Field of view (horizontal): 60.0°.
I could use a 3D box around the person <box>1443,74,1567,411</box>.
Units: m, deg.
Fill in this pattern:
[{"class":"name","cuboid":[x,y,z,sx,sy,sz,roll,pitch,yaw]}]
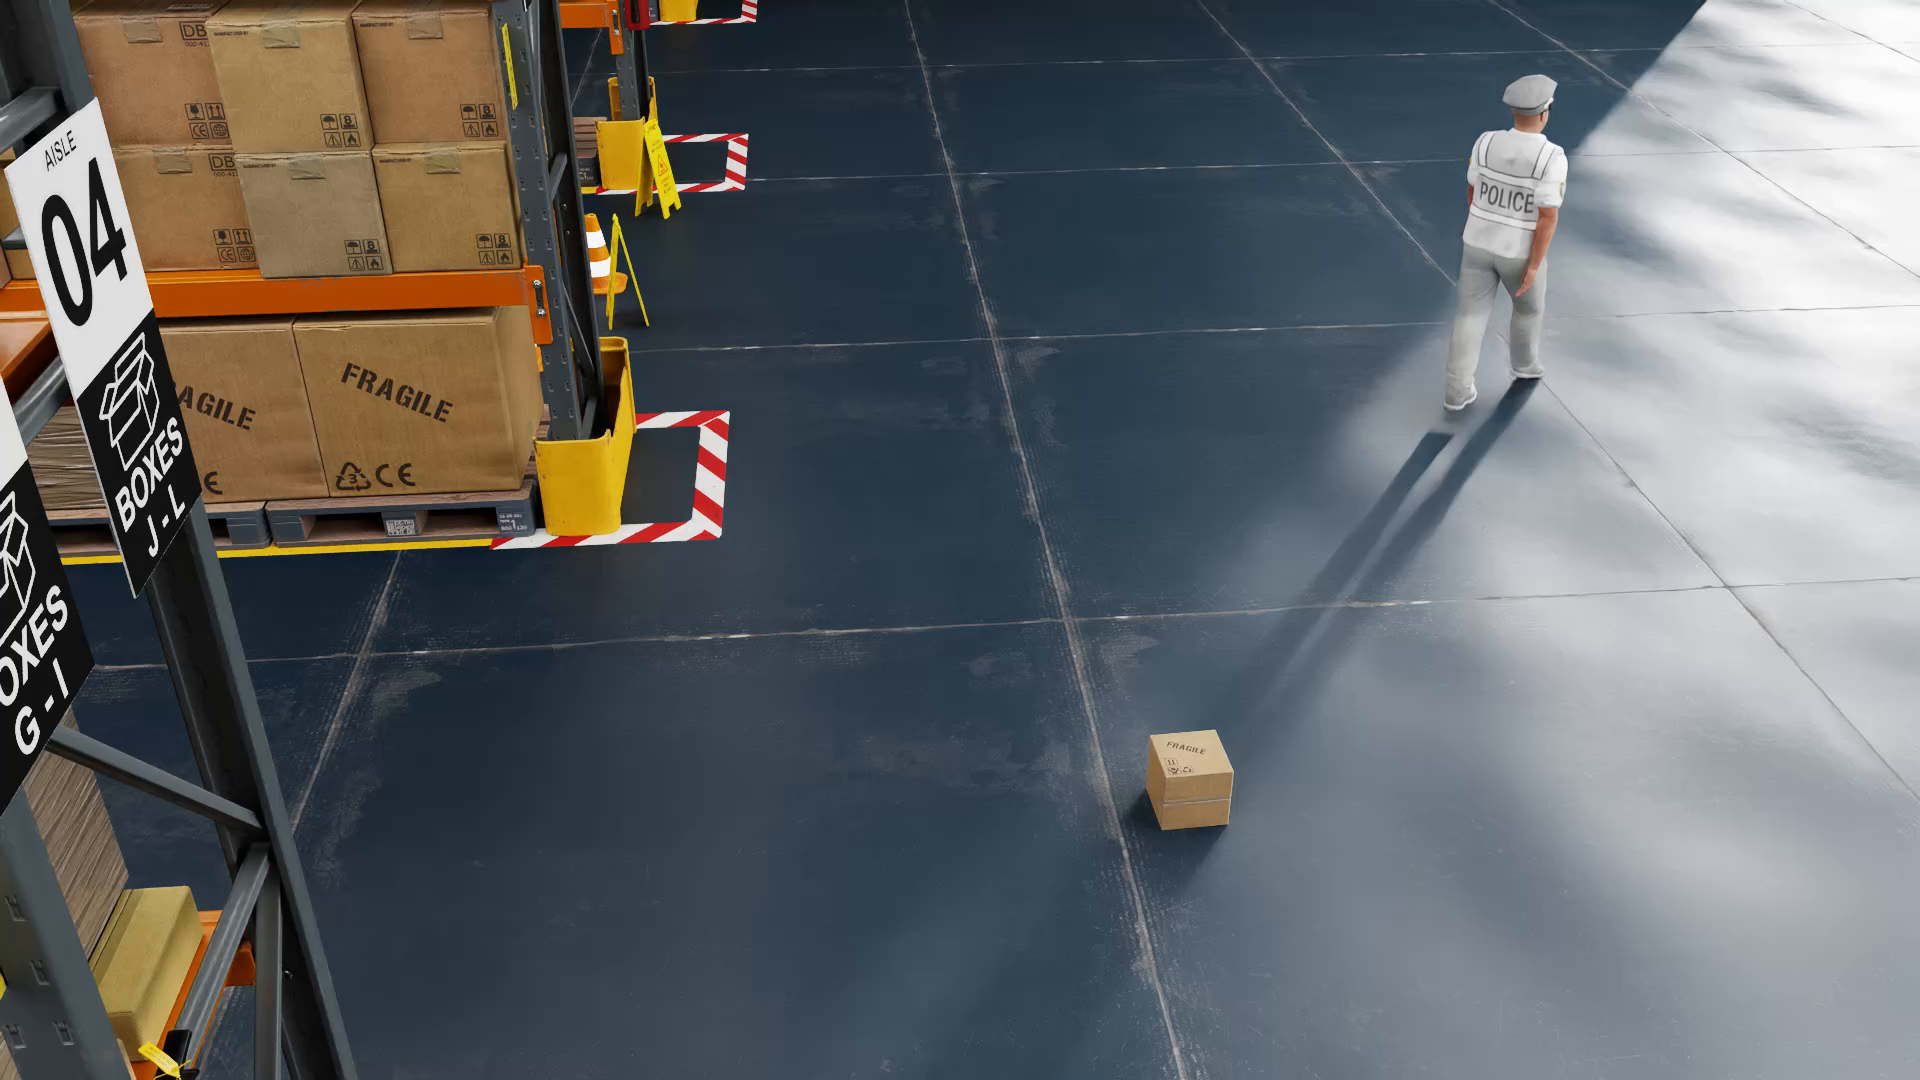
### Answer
[{"class":"person","cuboid":[2.901,-1.576,8.736,0.529,1.763,0.903,19,36,29]}]
